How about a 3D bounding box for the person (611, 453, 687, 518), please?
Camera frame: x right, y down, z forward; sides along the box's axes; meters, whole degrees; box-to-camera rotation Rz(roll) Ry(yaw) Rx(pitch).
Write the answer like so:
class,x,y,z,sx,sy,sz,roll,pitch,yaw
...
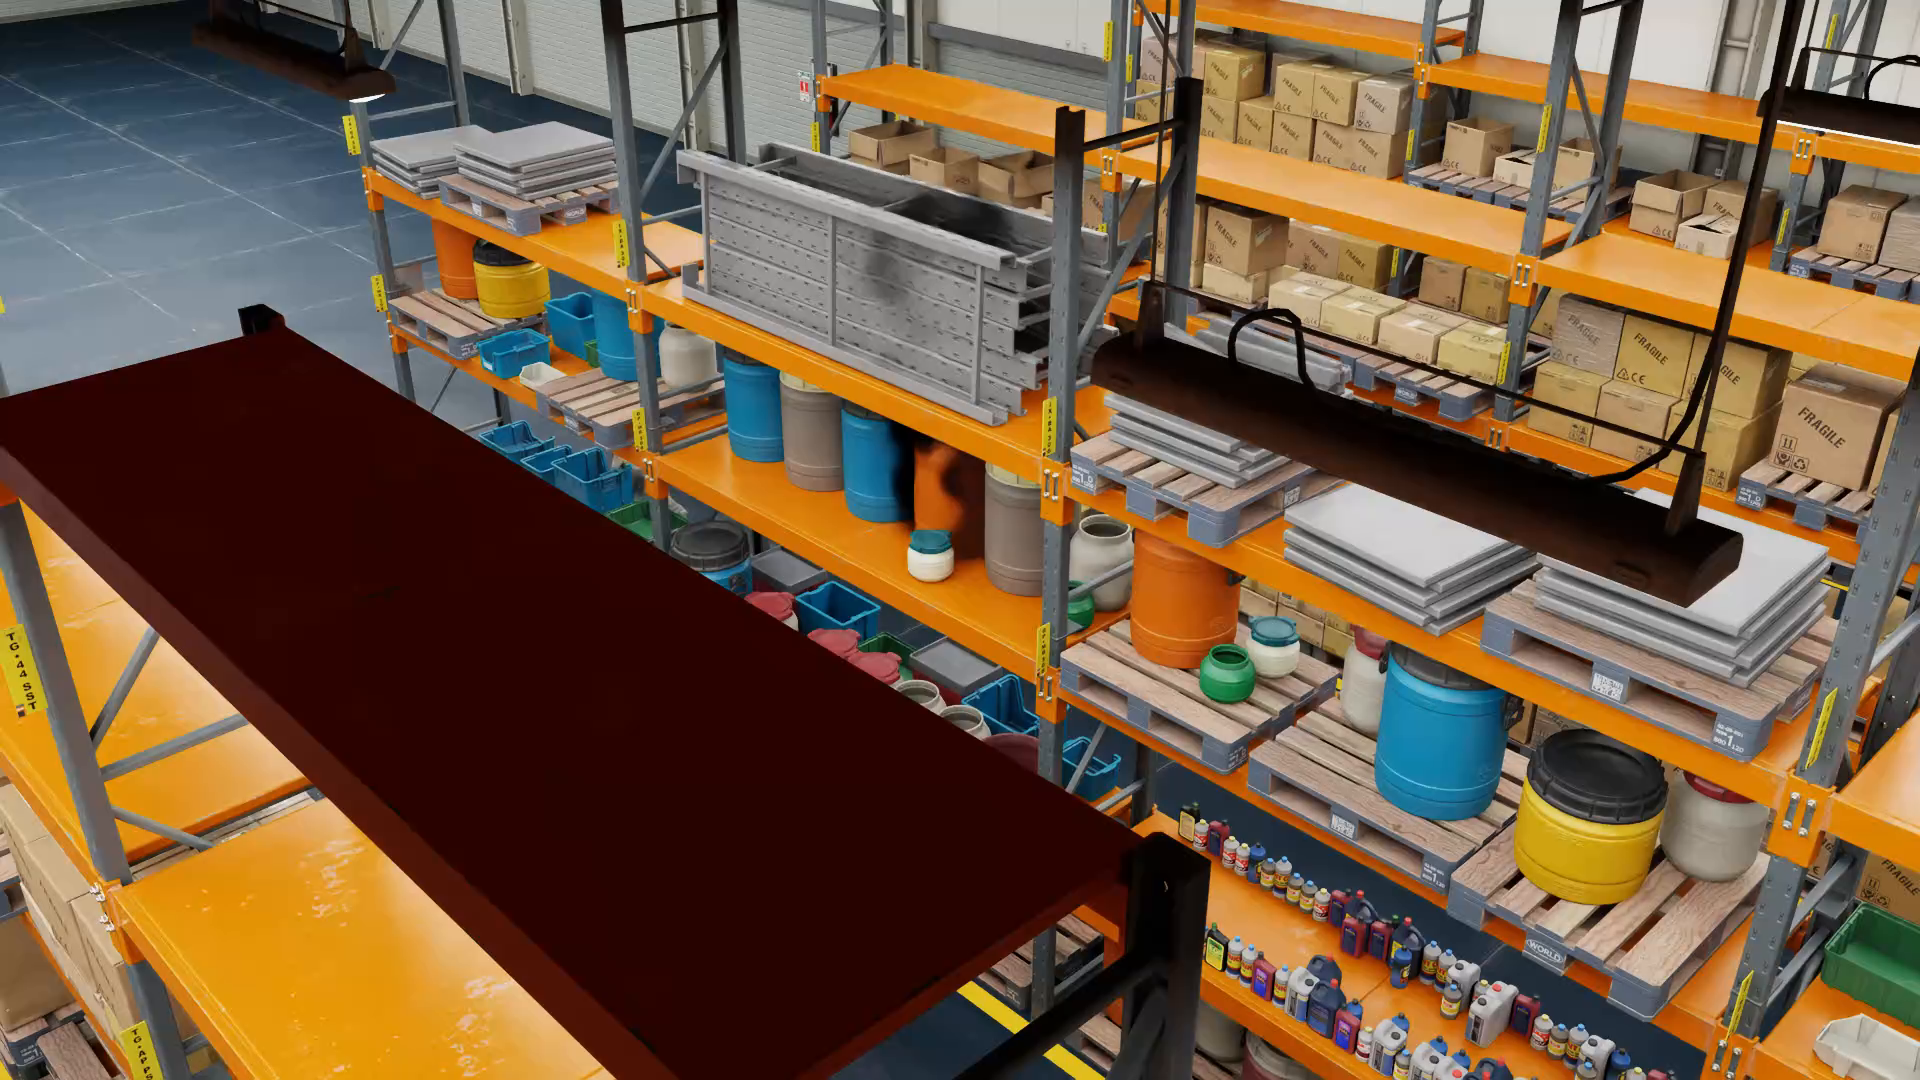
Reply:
class,x,y,z,sx,sy,sz,roll,pitch,yaw
person,-3.191,-0.733,16.494,0.687,1.655,0.680,15,32,26
